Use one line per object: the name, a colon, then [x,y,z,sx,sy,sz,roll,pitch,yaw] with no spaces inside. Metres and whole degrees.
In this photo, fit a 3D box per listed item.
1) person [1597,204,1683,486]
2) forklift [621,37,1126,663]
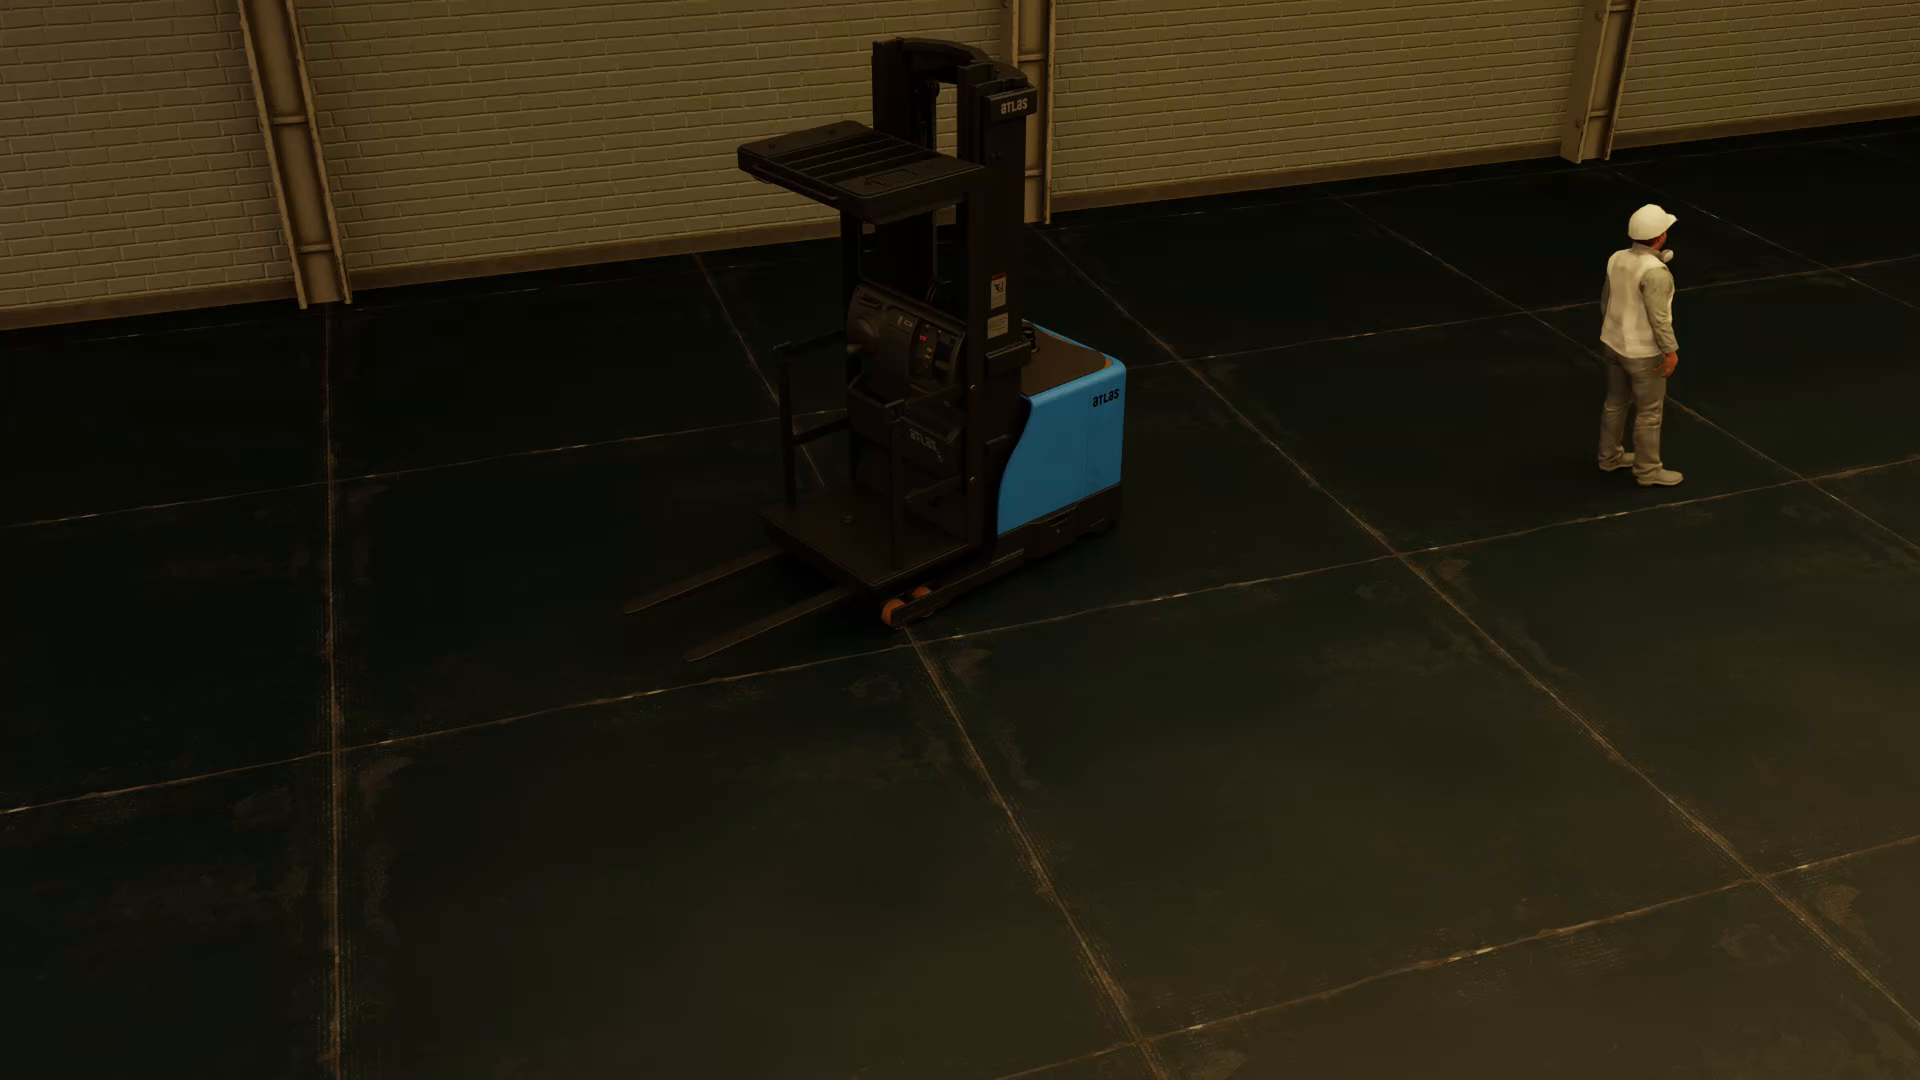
person: [4.281,-1.230,10.371,0.568,1.774,0.630,-8,31,-14]
forklift: [-0.461,-1.072,8.951,3.031,2.935,1.130,-23,37,-34]
